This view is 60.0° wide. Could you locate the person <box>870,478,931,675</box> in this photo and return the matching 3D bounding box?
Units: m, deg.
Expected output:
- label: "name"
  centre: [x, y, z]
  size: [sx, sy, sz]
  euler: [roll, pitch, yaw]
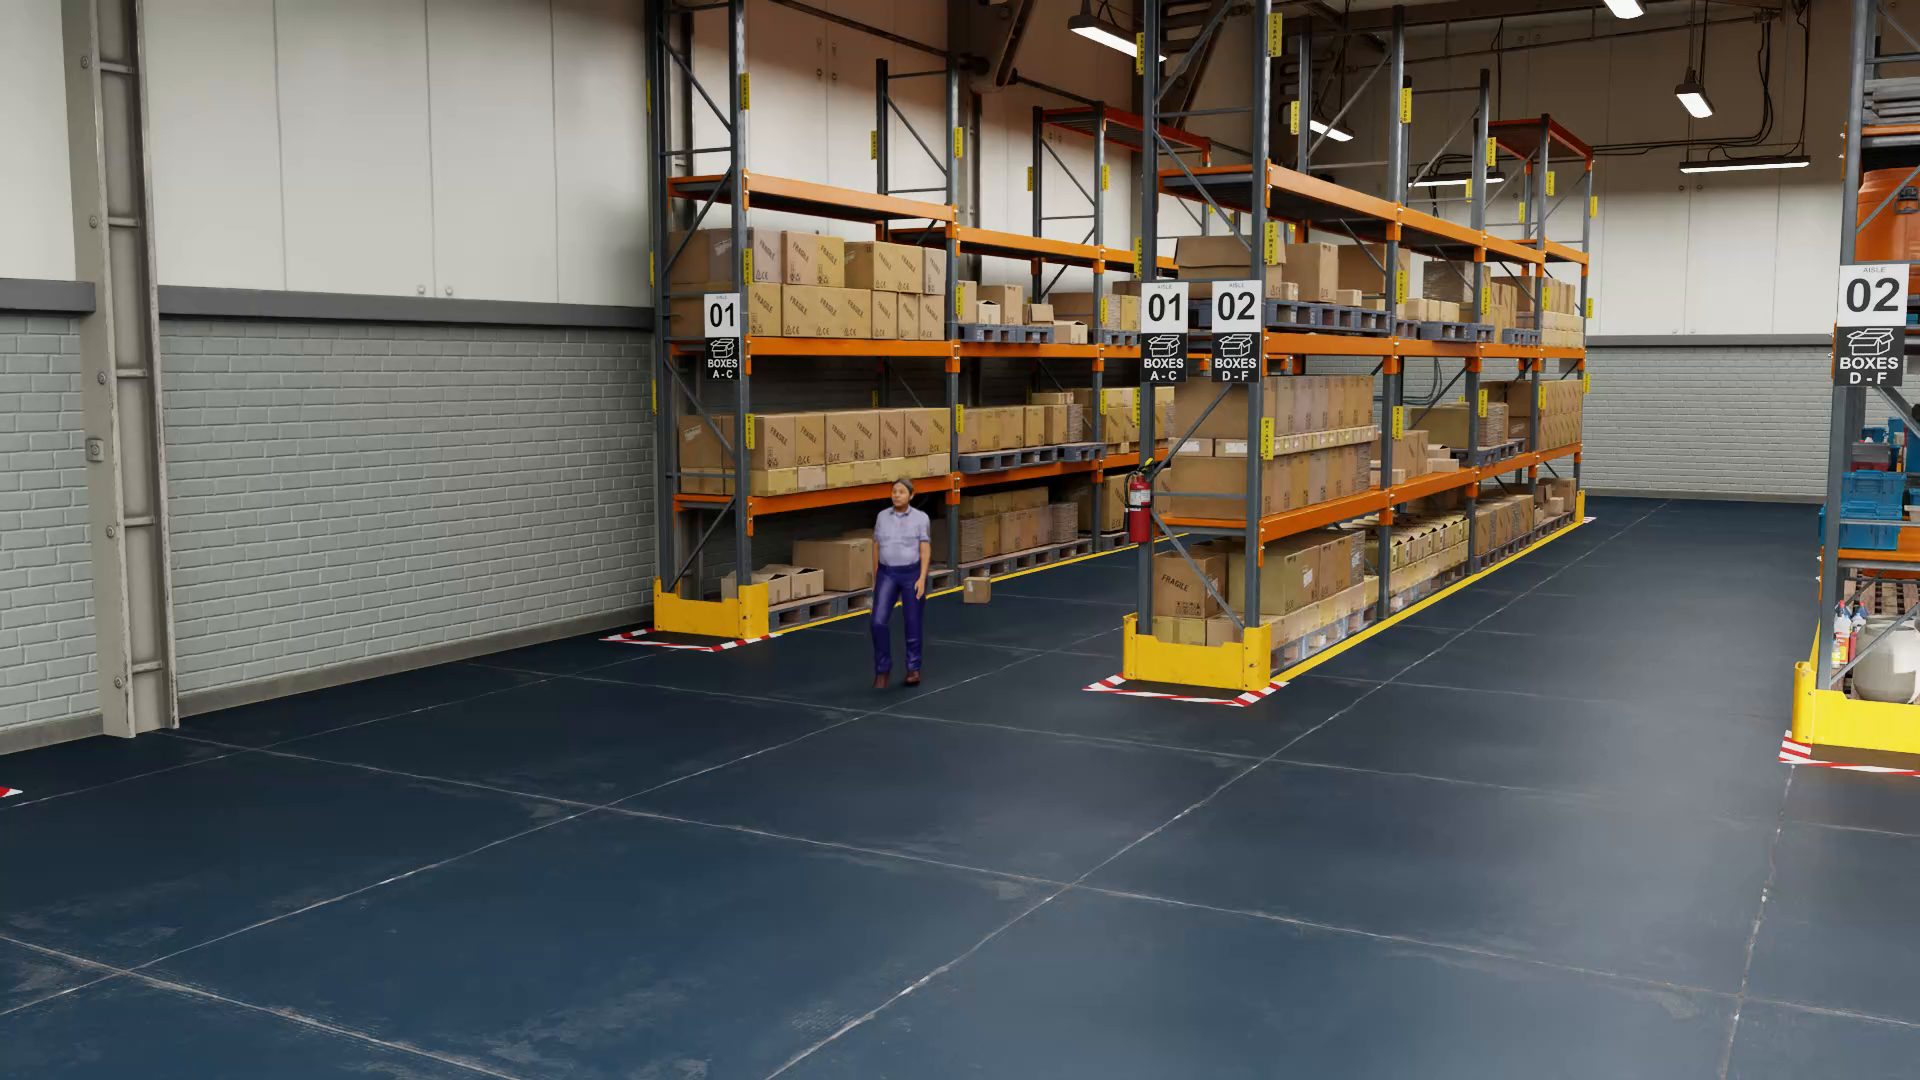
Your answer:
- label: "person"
  centre: [-0.464, 0.286, 13.184]
  size: [0.490, 1.559, 0.490]
  euler: [1, 6, 9]
